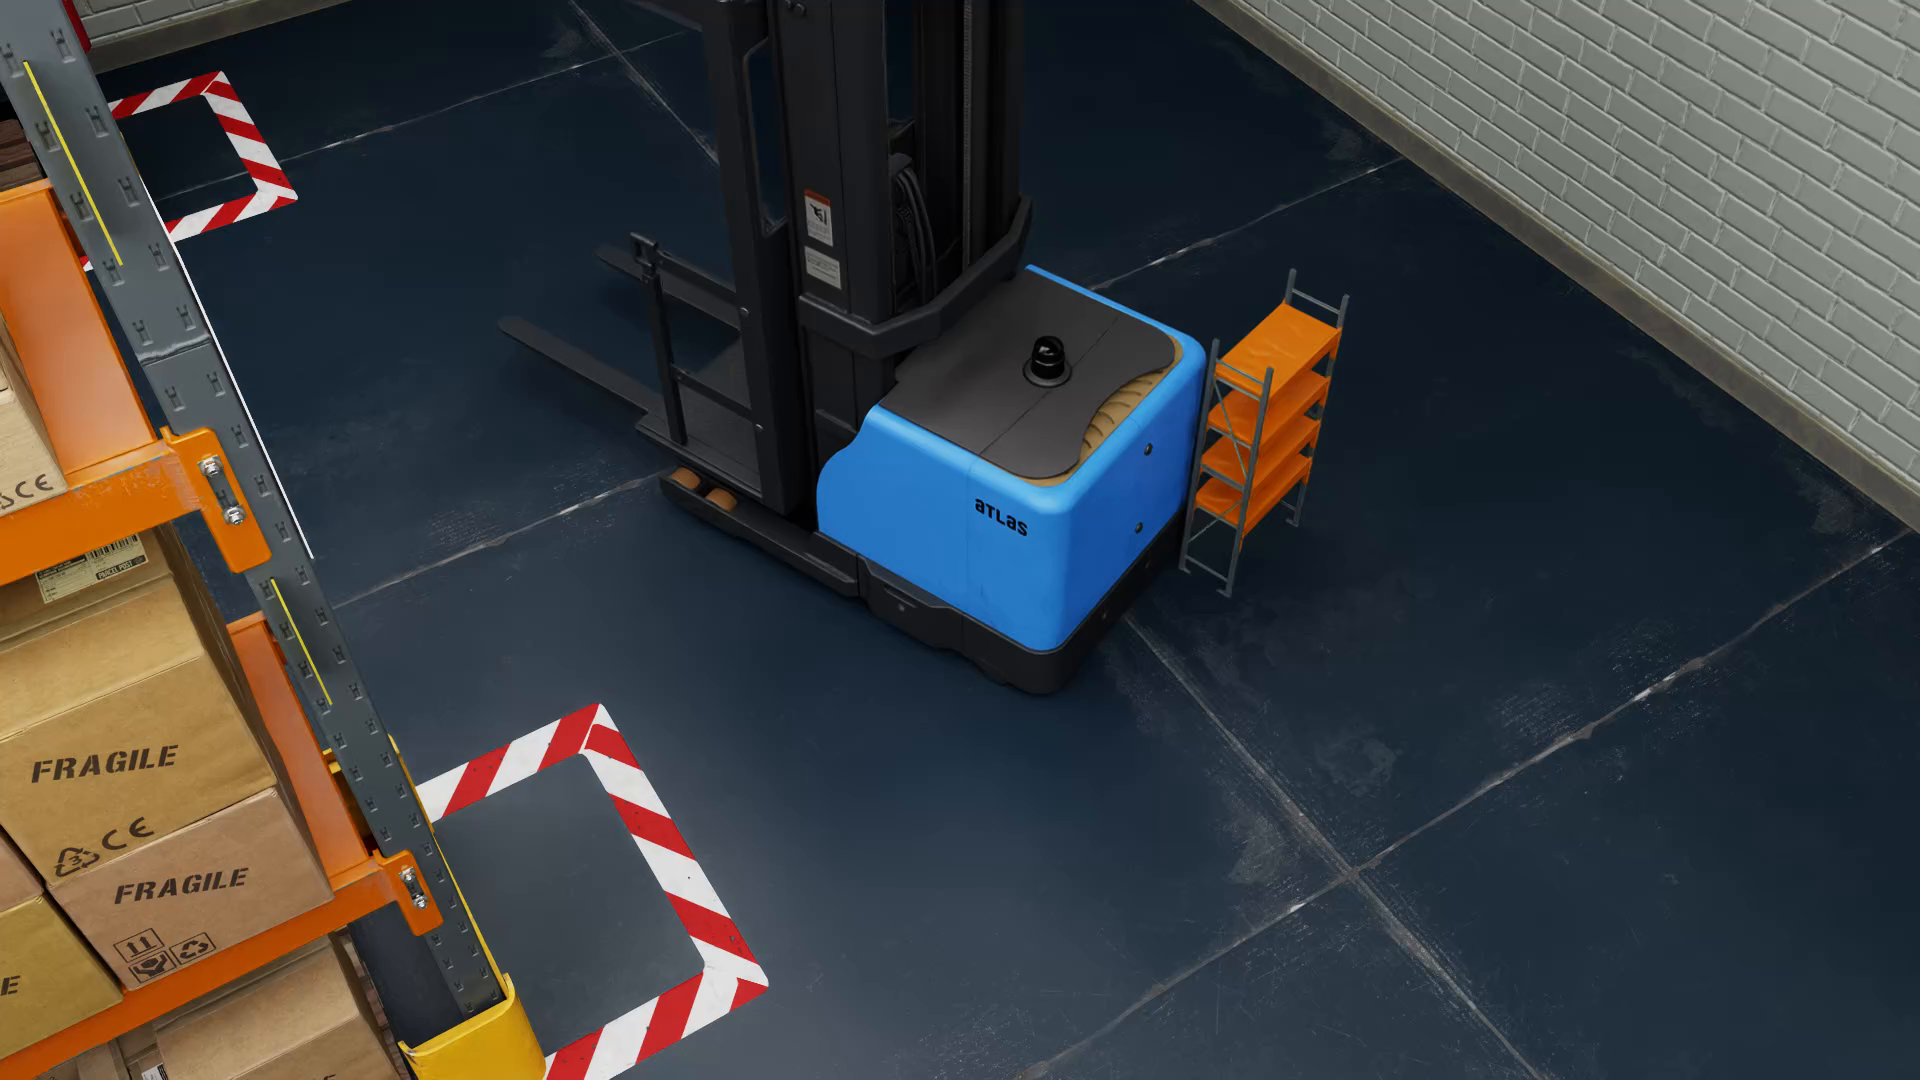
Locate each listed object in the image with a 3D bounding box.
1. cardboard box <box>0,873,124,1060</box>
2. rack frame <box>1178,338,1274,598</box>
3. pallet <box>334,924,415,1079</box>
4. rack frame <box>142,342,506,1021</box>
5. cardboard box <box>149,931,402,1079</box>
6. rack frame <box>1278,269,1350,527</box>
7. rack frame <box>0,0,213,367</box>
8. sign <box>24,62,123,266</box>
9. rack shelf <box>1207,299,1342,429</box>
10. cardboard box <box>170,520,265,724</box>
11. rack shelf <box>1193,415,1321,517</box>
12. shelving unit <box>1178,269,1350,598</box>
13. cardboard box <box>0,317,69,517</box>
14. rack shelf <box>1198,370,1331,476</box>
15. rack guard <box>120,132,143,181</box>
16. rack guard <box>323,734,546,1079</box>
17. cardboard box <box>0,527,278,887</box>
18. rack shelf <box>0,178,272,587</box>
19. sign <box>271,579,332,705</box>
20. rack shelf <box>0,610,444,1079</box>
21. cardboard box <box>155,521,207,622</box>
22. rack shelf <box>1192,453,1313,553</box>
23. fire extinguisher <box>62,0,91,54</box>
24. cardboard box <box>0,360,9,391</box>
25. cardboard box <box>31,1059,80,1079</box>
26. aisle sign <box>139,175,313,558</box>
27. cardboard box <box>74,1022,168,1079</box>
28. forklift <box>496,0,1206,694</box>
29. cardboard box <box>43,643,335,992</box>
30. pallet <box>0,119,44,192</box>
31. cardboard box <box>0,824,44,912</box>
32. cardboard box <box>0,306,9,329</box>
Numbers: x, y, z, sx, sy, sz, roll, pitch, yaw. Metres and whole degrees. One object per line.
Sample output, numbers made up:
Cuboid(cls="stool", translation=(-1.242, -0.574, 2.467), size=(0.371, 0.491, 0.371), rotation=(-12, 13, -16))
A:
Cuboid(cls="cardboard box", translation=(-2.336, 0.876, 3.840), size=(0.500, 0.500, 0.500), rotation=(-25, 53, -20))
Cuboid(cls="rack frame", translation=(0.962, -0.233, 6.099), size=(0.240, 1.200, 0.015), rotation=(32, 56, 25))
Cuboid(cls="pallet", translation=(-2.404, 1.626, 5.106), size=(1.213, 0.211, 1.003), rotation=(-25, 53, -21))
Cuboid(cls="rack frame", translation=(-1.666, 0.350, 4.375), size=(0.127, 3.000, 1.000), rotation=(-25, 53, -21))
Cuboid(cls="cardboard box", translation=(-1.994, 1.407, 4.813), size=(0.500, 0.500, 0.500), rotation=(-25, 53, -21))
Cuboid(cls="rack frame", translation=(1.276, -0.512, 6.348), size=(0.240, 1.200, 0.015), rotation=(32, 56, 25))
Cuboid(cls="rack frame", translation=(-1.666, -1.645, 2.135), size=(0.127, 3.000, 1.000), rotation=(-25, 53, -21))
Cuboid(cls="sign", translation=(-1.386, -0.584, 2.605), size=(0.005, 0.325, 0.100), rotation=(-25, 53, -21))
Cuboid(cls="rack shelf", translation=(1.119, -0.634, 5.930), size=(0.258, 0.148, 0.480), rotation=(32, 56, 25))
Cuboid(cls="cardboard box", translation=(-2.181, 0.327, 4.329), size=(0.500, 0.500, 0.500), rotation=(-24, 53, -20))
Cuboid(cls="rack shelf", translation=(1.119, -0.328, 6.274), size=(0.258, 0.148, 0.480), rotation=(32, 56, 25))
Cuboid(cls="shelving unit", translation=(1.119, -0.372, 6.223), size=(0.258, 1.200, 0.503), rotation=(32, 56, 25))
Cuboid(cls="cardboard box", translation=(-1.959, -0.227, 2.980), size=(0.500, 0.250, 0.500), rotation=(-25, 53, -21))
Cuboid(cls="rack shelf", translation=(1.119, -0.476, 6.107), size=(0.258, 0.148, 0.480), rotation=(32, 56, 25))
Cuboid(cls="rack guard", translation=(-4.292, -1.956, 8.102), size=(0.348, 0.500, 1.175), rotation=(-25, 53, -21))
Cuboid(cls="rack guard", translation=(-1.730, 1.211, 5.282), size=(0.348, 0.500, 1.175), rotation=(-25, 53, -21))
Cuboid(cls="cardboard box", translation=(-1.895, 0.335, 3.652), size=(0.500, 0.500, 0.500), rotation=(-26, 53, -21))
Cuboid(cls="rack shelf", translation=(-3.357, 0.388, 2.814), size=(4.000, 0.370, 1.077), rotation=(-25, 53, -21))
Cuboid(cls="sign", translation=(-1.386, 0.218, 3.505), size=(0.005, 0.325, 0.100), rotation=(-25, 53, -21))
Cuboid(cls="rack shelf", translation=(-3.357, 1.386, 3.934), size=(4.000, 0.370, 1.077), rotation=(-25, 53, -21))
Cuboid(cls="cardboard box", translation=(-2.181, -0.006, 3.955), size=(0.500, 0.500, 0.500), rotation=(-24, 52, -20))
Cuboid(cls="rack shelf", translation=(1.119, -0.196, 6.422), size=(0.258, 0.148, 0.480), rotation=(32, 56, 25))
Cuboid(cls="fire extinguisher", translation=(-3.938, -2.396, 7.122), size=(0.183, 0.674, 0.296), rotation=(-25, 53, -21))
Cuboid(cls="cardboard box", translation=(-1.964, -0.398, 2.799), size=(0.500, 0.250, 0.500), rotation=(-25, 53, -21))
Cuboid(cls="cardboard box", translation=(-2.700, 1.355, 5.027), size=(0.500, 0.250, 0.500), rotation=(-25, 53, -21))
Cuboid(cls="aisle sign", translation=(-1.444, -0.348, 3.256), size=(0.004, 0.787, 0.394), rotation=(-25, 53, -21))
Cuboid(cls="cardboard box", translation=(-2.384, 1.623, 4.844), size=(0.250, 0.166, 0.380), rotation=(-25, 53, -21))
Cuboid(cls="forklift", translation=(-0.602, -1.311, 5.900), size=(3.031, 2.935, 1.130), rotation=(28, 54, 23))
Cuboid(cls="cardboard box", translation=(-1.899, 0.667, 4.026), size=(0.500, 0.500, 0.500), rotation=(-24, 52, -20))
Cuboid(cls="pallet", translation=(-4.946, -1.482, 7.874), size=(1.213, 0.211, 1.003), rotation=(-25, 53, -21))
Cuboid(cls="cardboard box", translation=(-2.322, 0.537, 3.472), size=(0.500, 0.500, 0.500), rotation=(-24, 53, -20))
Cuboid(cls="cardboard box", translation=(-2.236, -0.554, 3.272), size=(0.500, 0.250, 0.500), rotation=(-25, 53, -21))
